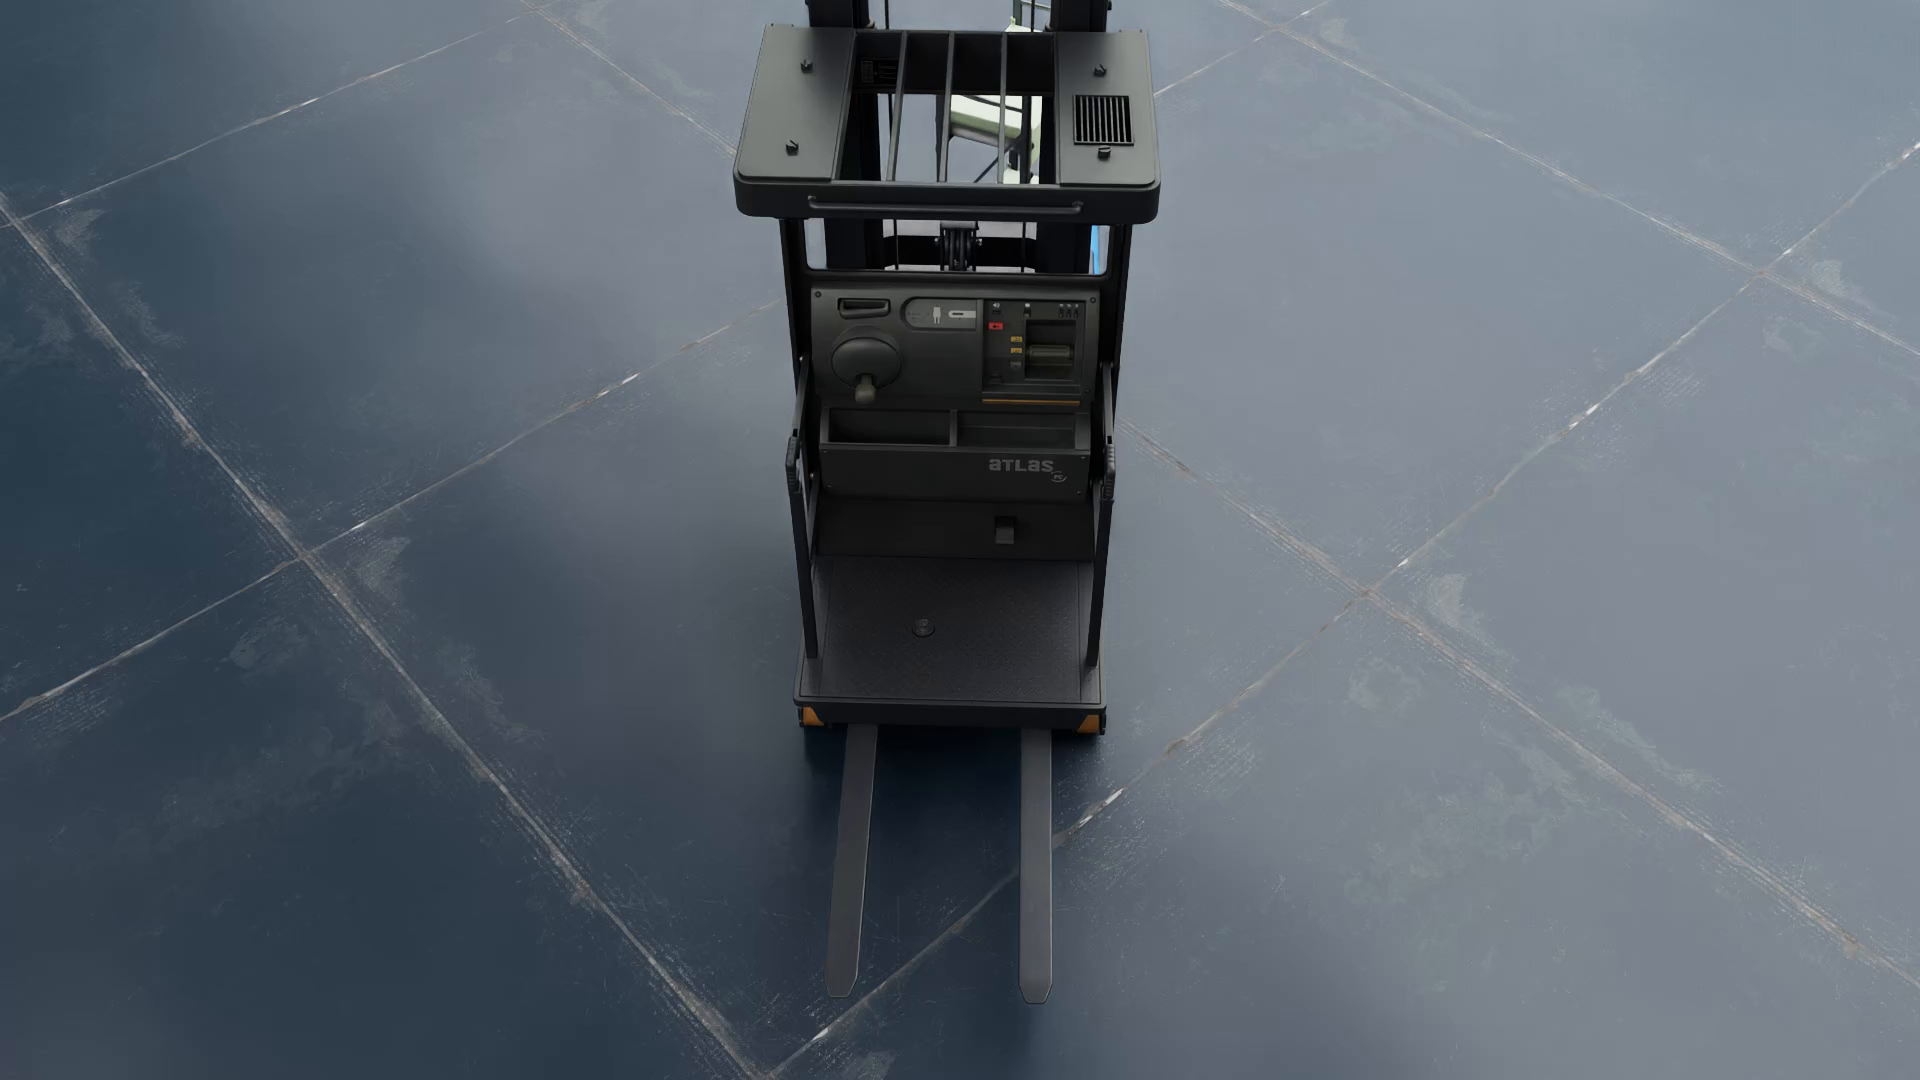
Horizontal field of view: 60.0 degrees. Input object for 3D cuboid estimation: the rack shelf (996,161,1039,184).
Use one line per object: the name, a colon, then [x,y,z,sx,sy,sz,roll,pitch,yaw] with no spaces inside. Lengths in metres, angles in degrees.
rack shelf: [0.248,-1.282,7.356,0.431,0.370,0.720,19,50,17]

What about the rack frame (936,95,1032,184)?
rack frame: [0.090,-1.260,6.892,0.400,1.500,0.023,19,50,17]

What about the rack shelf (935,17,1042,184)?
rack shelf: [0.248,-1.767,6.829,0.431,0.370,0.720,19,50,17]

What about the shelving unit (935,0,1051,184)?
shelving unit: [0.248,-1.503,7.116,0.431,1.500,0.755,19,50,17]

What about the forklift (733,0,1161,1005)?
forklift: [-0.021,-0.533,5.248,1.130,2.935,3.031,1,47,1]

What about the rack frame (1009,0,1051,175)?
rack frame: [0.406,-1.746,7.340,0.400,1.500,0.023,19,50,17]
